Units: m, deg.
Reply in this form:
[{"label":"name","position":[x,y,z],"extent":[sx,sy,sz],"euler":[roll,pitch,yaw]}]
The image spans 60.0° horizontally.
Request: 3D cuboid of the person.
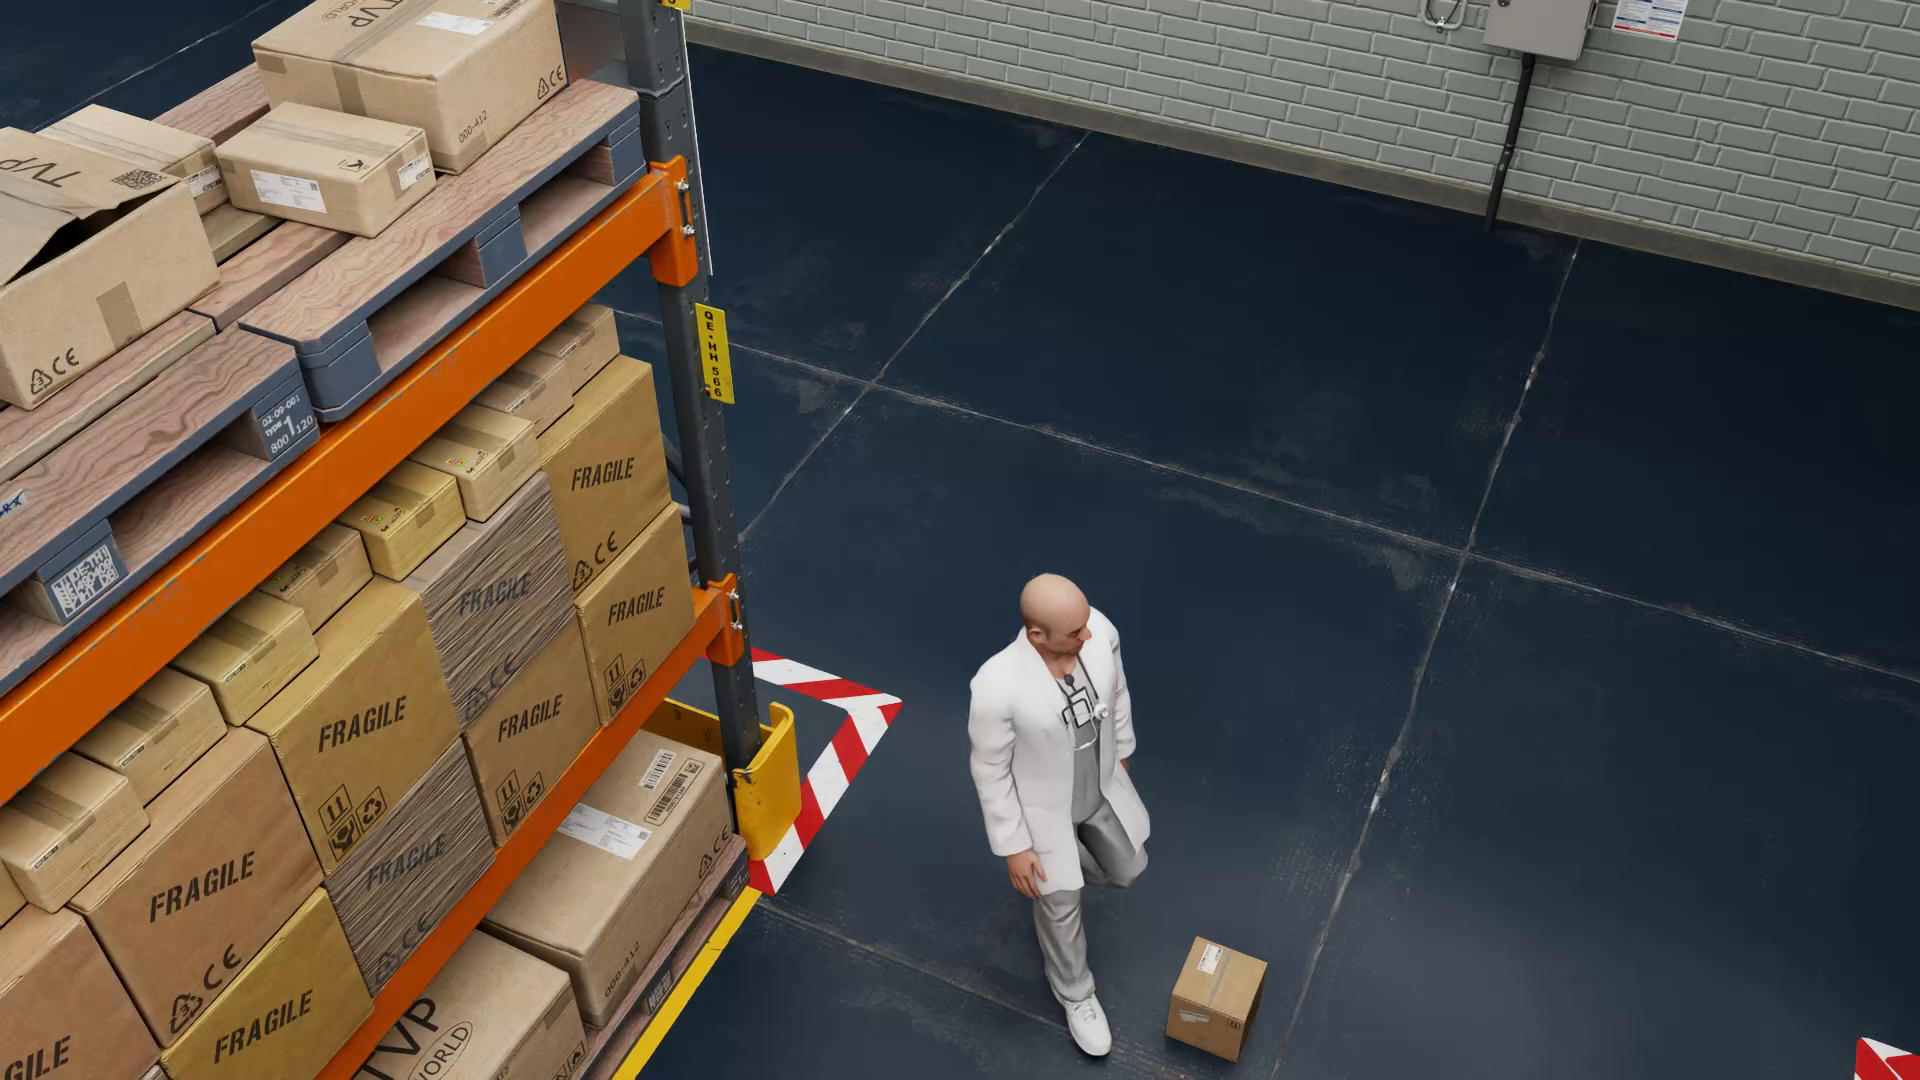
[{"label":"person","position":[0.347,0.831,5.225],"extent":[0.644,1.760,0.749],"euler":[-26,48,-27]}]
